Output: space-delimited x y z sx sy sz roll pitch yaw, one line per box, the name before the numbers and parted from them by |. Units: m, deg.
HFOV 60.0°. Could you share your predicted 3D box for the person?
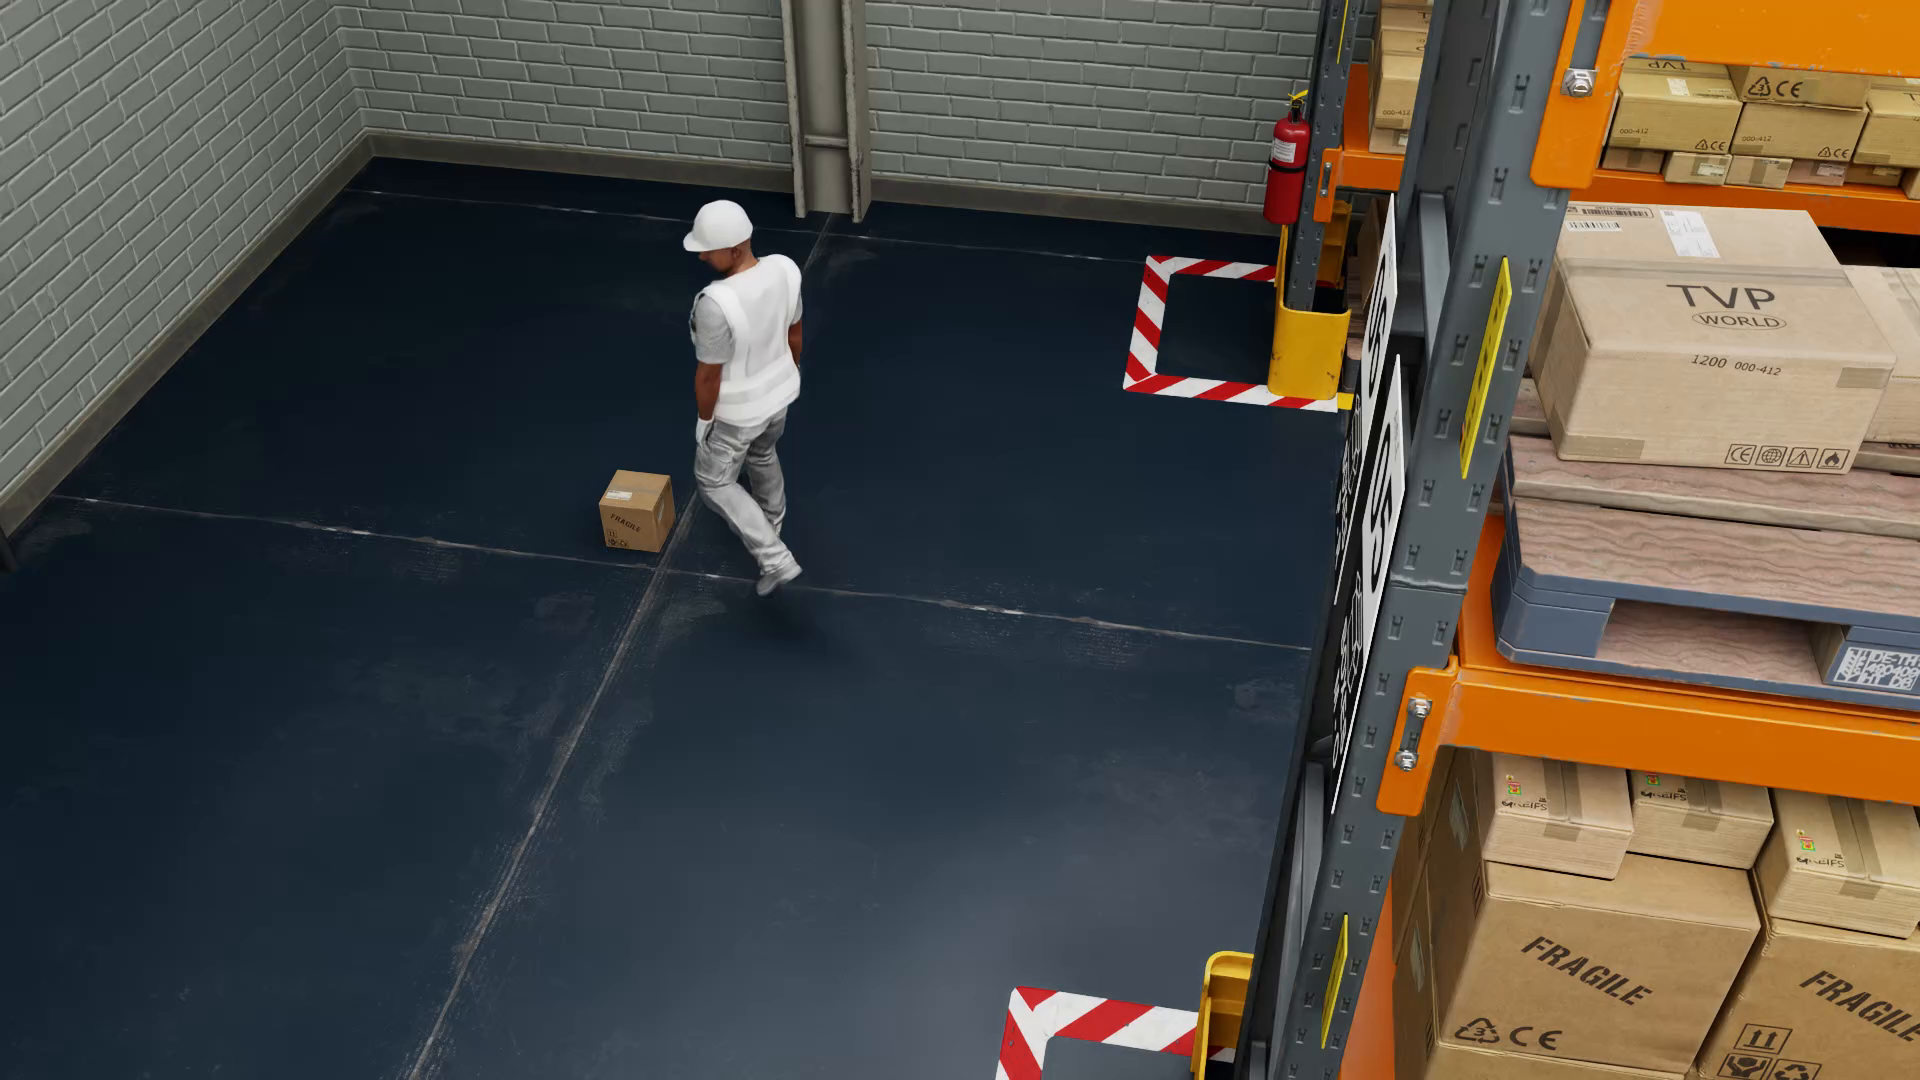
person | -0.836 -0.572 6.806 0.737 1.770 0.600 28 48 29
